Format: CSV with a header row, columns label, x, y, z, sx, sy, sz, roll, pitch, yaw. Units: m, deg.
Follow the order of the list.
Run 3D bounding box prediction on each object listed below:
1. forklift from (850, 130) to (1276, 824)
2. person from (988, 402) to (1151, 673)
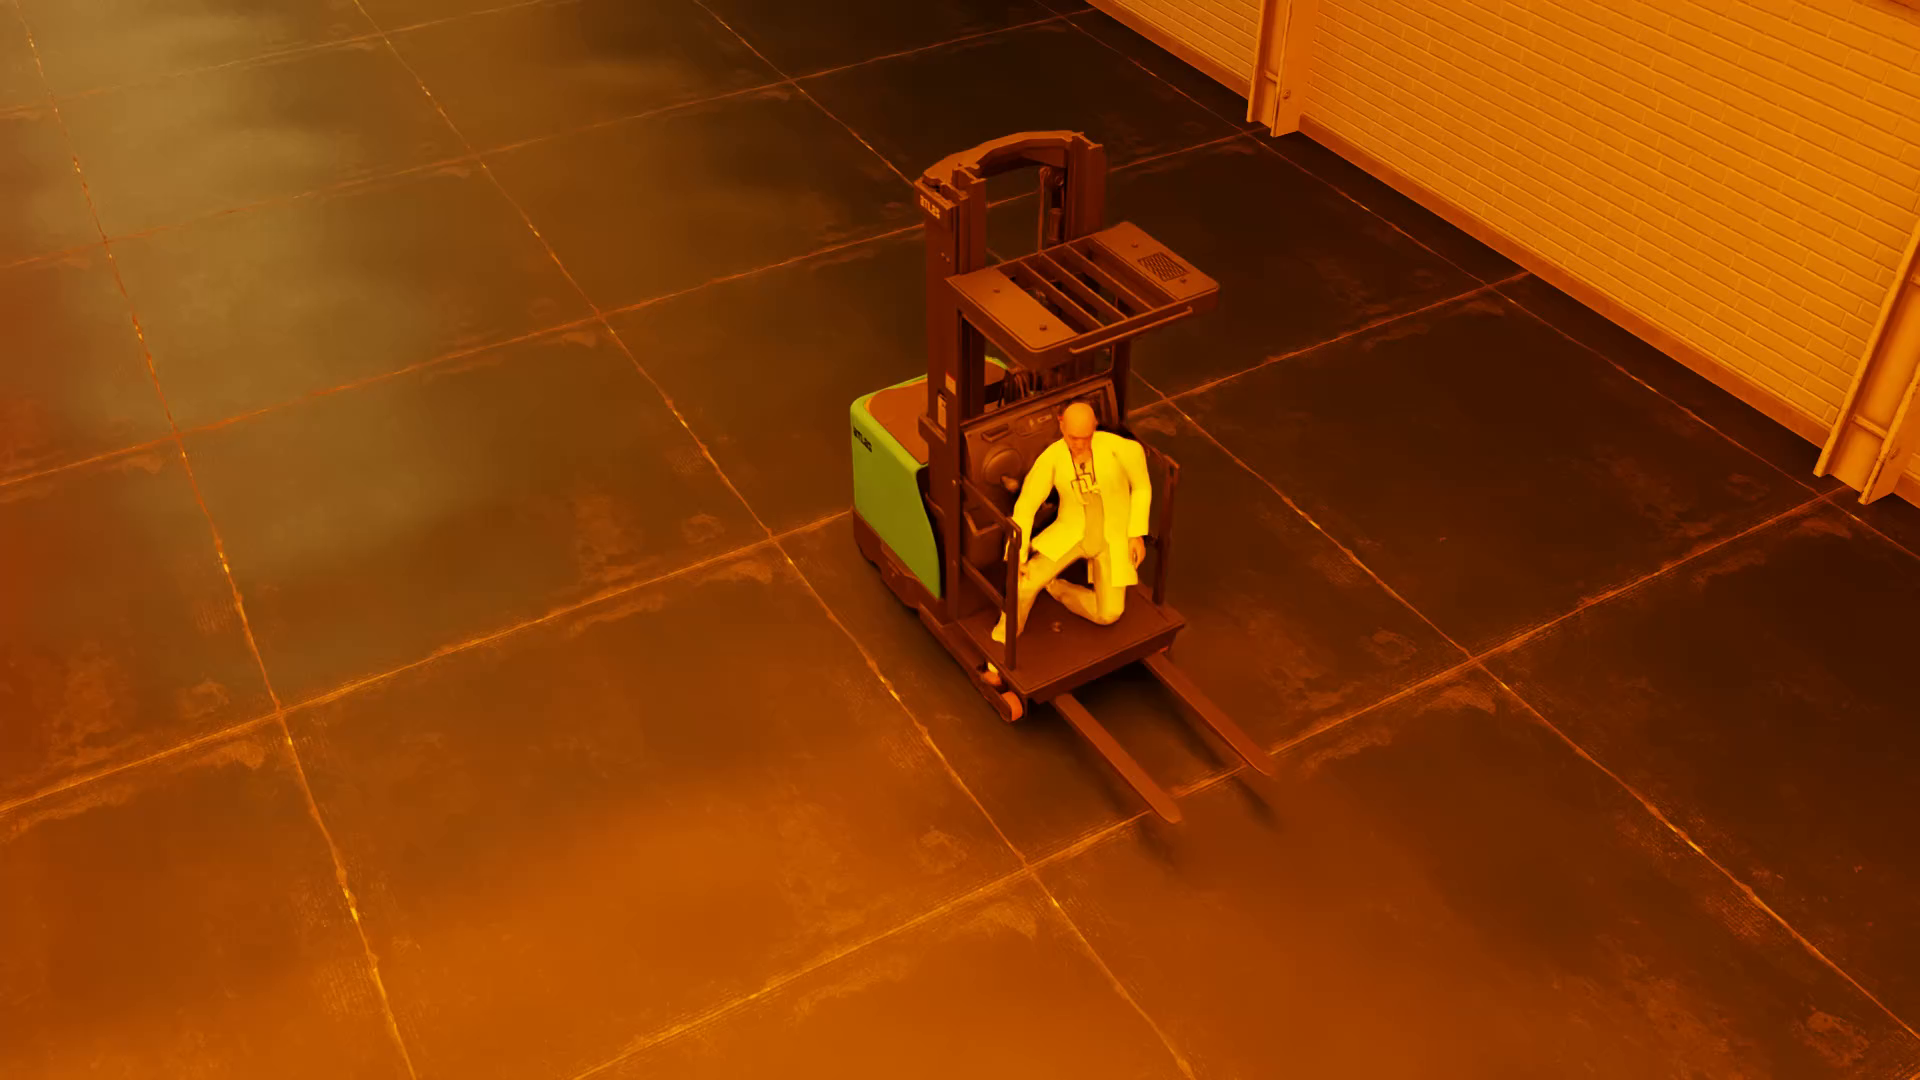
label,x,y,z,sx,sy,sz,roll,pitch,yaw
forklift,0.549,-0.475,8.609,1.130,2.935,3.031,-22,44,-24
person,0.591,0.026,8.849,0.811,1.534,0.735,4,40,5
